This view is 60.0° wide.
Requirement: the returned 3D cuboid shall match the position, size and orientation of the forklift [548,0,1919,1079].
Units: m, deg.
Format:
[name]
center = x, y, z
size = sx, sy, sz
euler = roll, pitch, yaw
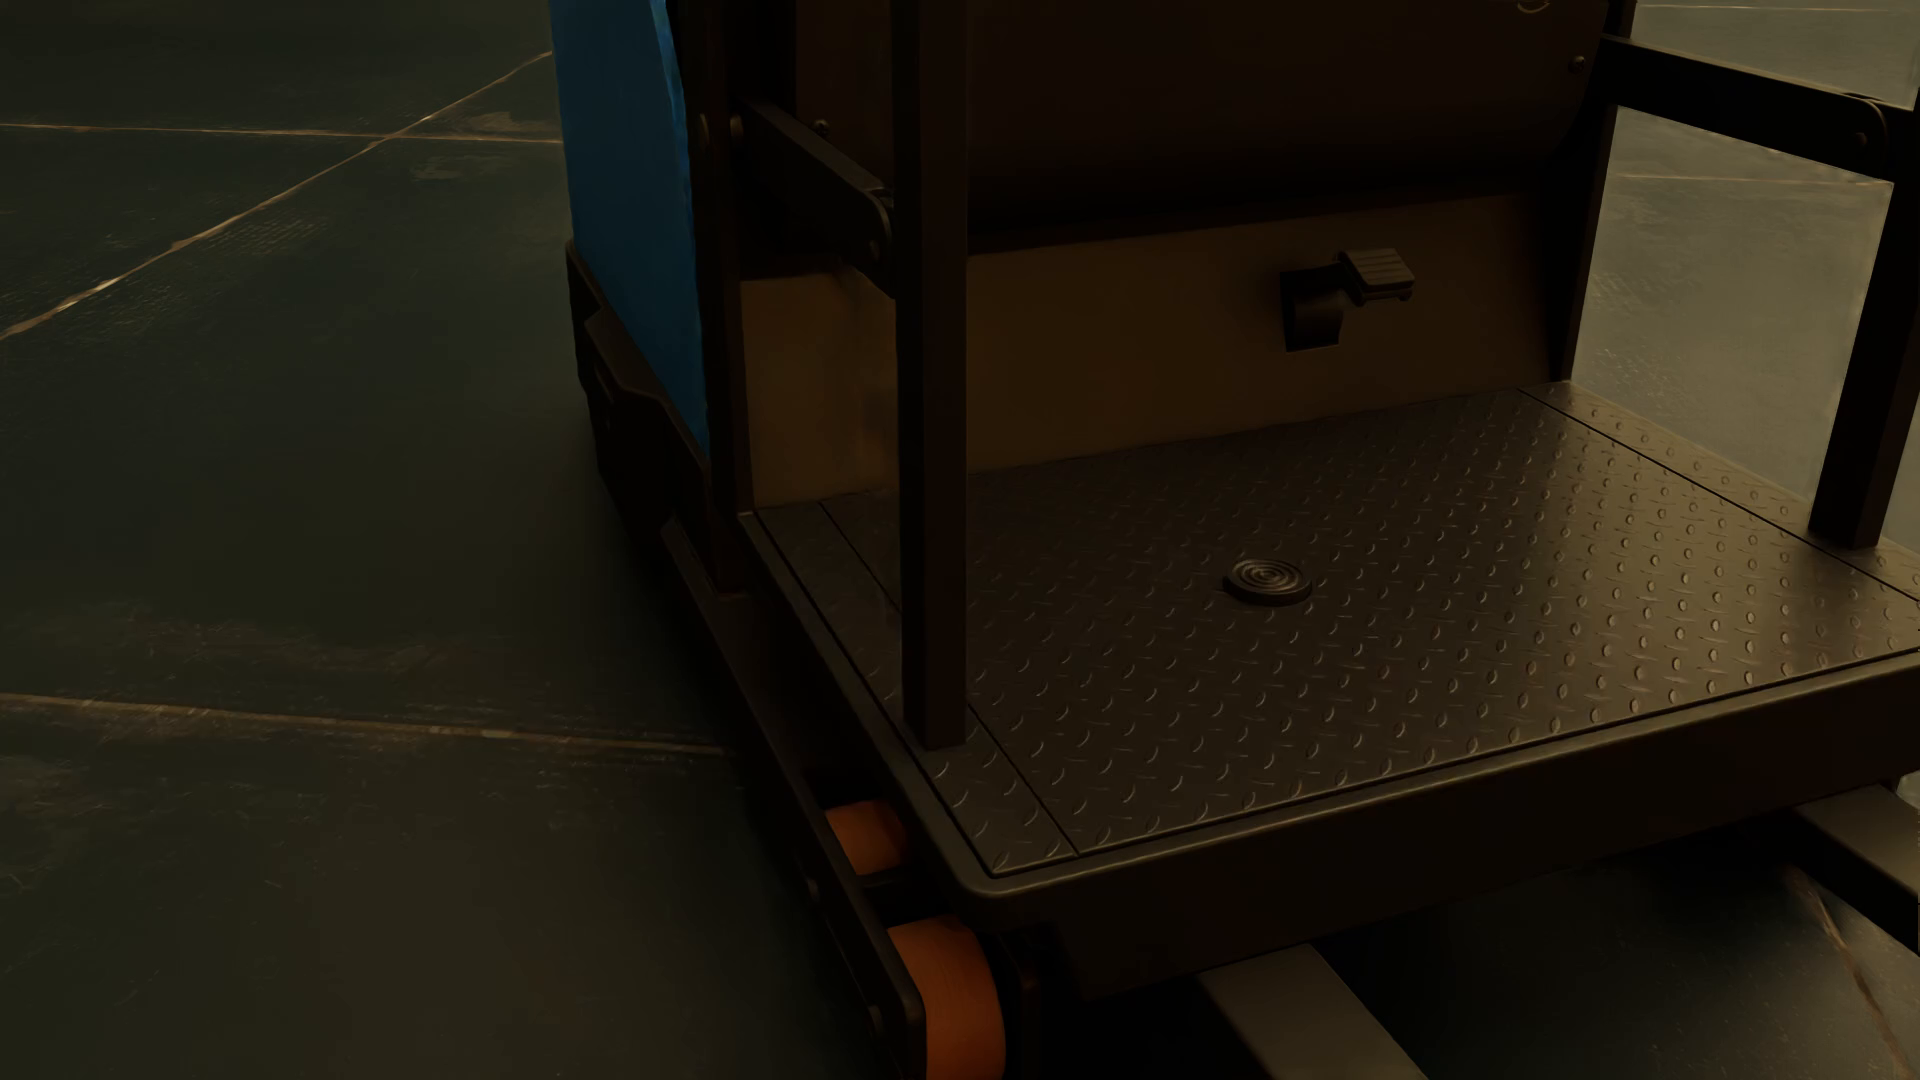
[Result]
[forklift]
center = 0.342, -1.021, 1.262
size = 1.130, 2.935, 3.031
euler = -10, 28, -19
